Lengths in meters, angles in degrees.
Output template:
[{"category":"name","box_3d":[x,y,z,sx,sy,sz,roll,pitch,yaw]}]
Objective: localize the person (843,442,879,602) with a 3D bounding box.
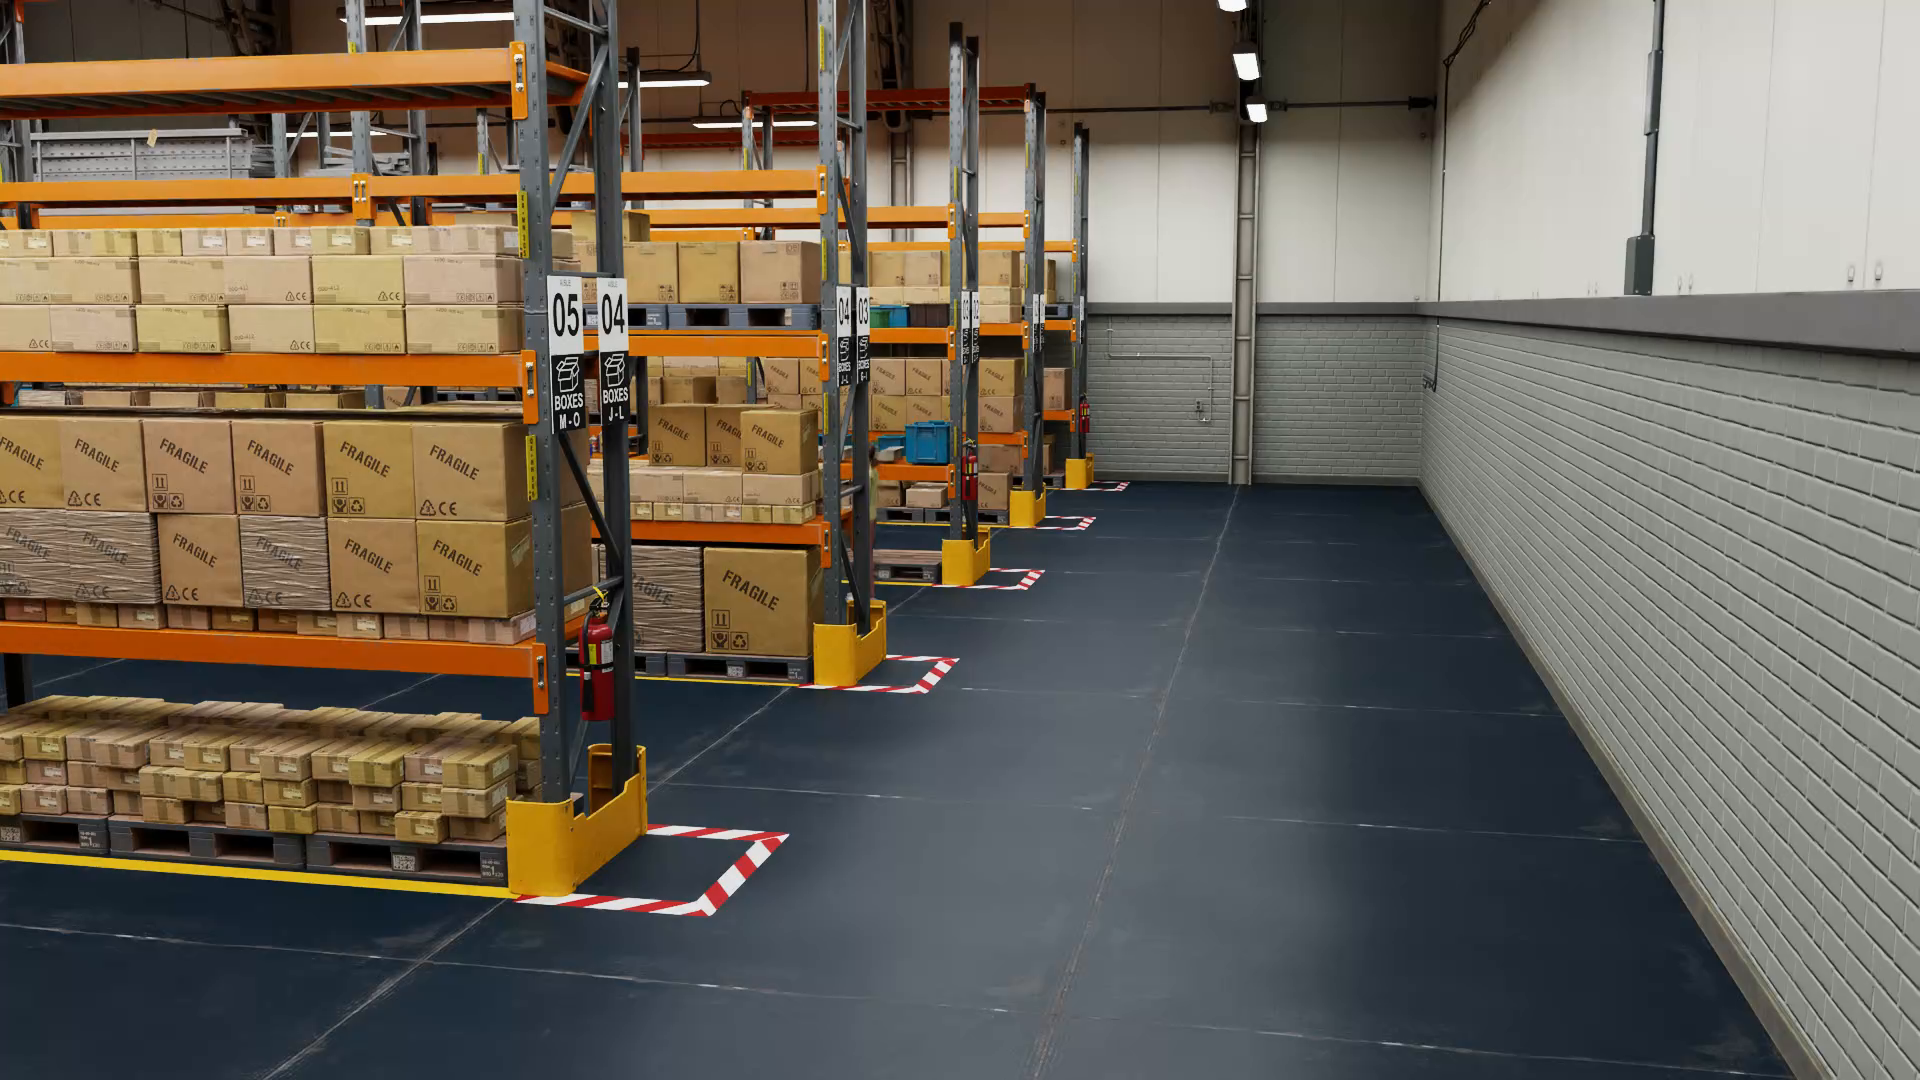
[{"category":"person","box_3d":[-1.019,-0.183,17.106,0.416,1.676,0.509,2,8,11]}]
